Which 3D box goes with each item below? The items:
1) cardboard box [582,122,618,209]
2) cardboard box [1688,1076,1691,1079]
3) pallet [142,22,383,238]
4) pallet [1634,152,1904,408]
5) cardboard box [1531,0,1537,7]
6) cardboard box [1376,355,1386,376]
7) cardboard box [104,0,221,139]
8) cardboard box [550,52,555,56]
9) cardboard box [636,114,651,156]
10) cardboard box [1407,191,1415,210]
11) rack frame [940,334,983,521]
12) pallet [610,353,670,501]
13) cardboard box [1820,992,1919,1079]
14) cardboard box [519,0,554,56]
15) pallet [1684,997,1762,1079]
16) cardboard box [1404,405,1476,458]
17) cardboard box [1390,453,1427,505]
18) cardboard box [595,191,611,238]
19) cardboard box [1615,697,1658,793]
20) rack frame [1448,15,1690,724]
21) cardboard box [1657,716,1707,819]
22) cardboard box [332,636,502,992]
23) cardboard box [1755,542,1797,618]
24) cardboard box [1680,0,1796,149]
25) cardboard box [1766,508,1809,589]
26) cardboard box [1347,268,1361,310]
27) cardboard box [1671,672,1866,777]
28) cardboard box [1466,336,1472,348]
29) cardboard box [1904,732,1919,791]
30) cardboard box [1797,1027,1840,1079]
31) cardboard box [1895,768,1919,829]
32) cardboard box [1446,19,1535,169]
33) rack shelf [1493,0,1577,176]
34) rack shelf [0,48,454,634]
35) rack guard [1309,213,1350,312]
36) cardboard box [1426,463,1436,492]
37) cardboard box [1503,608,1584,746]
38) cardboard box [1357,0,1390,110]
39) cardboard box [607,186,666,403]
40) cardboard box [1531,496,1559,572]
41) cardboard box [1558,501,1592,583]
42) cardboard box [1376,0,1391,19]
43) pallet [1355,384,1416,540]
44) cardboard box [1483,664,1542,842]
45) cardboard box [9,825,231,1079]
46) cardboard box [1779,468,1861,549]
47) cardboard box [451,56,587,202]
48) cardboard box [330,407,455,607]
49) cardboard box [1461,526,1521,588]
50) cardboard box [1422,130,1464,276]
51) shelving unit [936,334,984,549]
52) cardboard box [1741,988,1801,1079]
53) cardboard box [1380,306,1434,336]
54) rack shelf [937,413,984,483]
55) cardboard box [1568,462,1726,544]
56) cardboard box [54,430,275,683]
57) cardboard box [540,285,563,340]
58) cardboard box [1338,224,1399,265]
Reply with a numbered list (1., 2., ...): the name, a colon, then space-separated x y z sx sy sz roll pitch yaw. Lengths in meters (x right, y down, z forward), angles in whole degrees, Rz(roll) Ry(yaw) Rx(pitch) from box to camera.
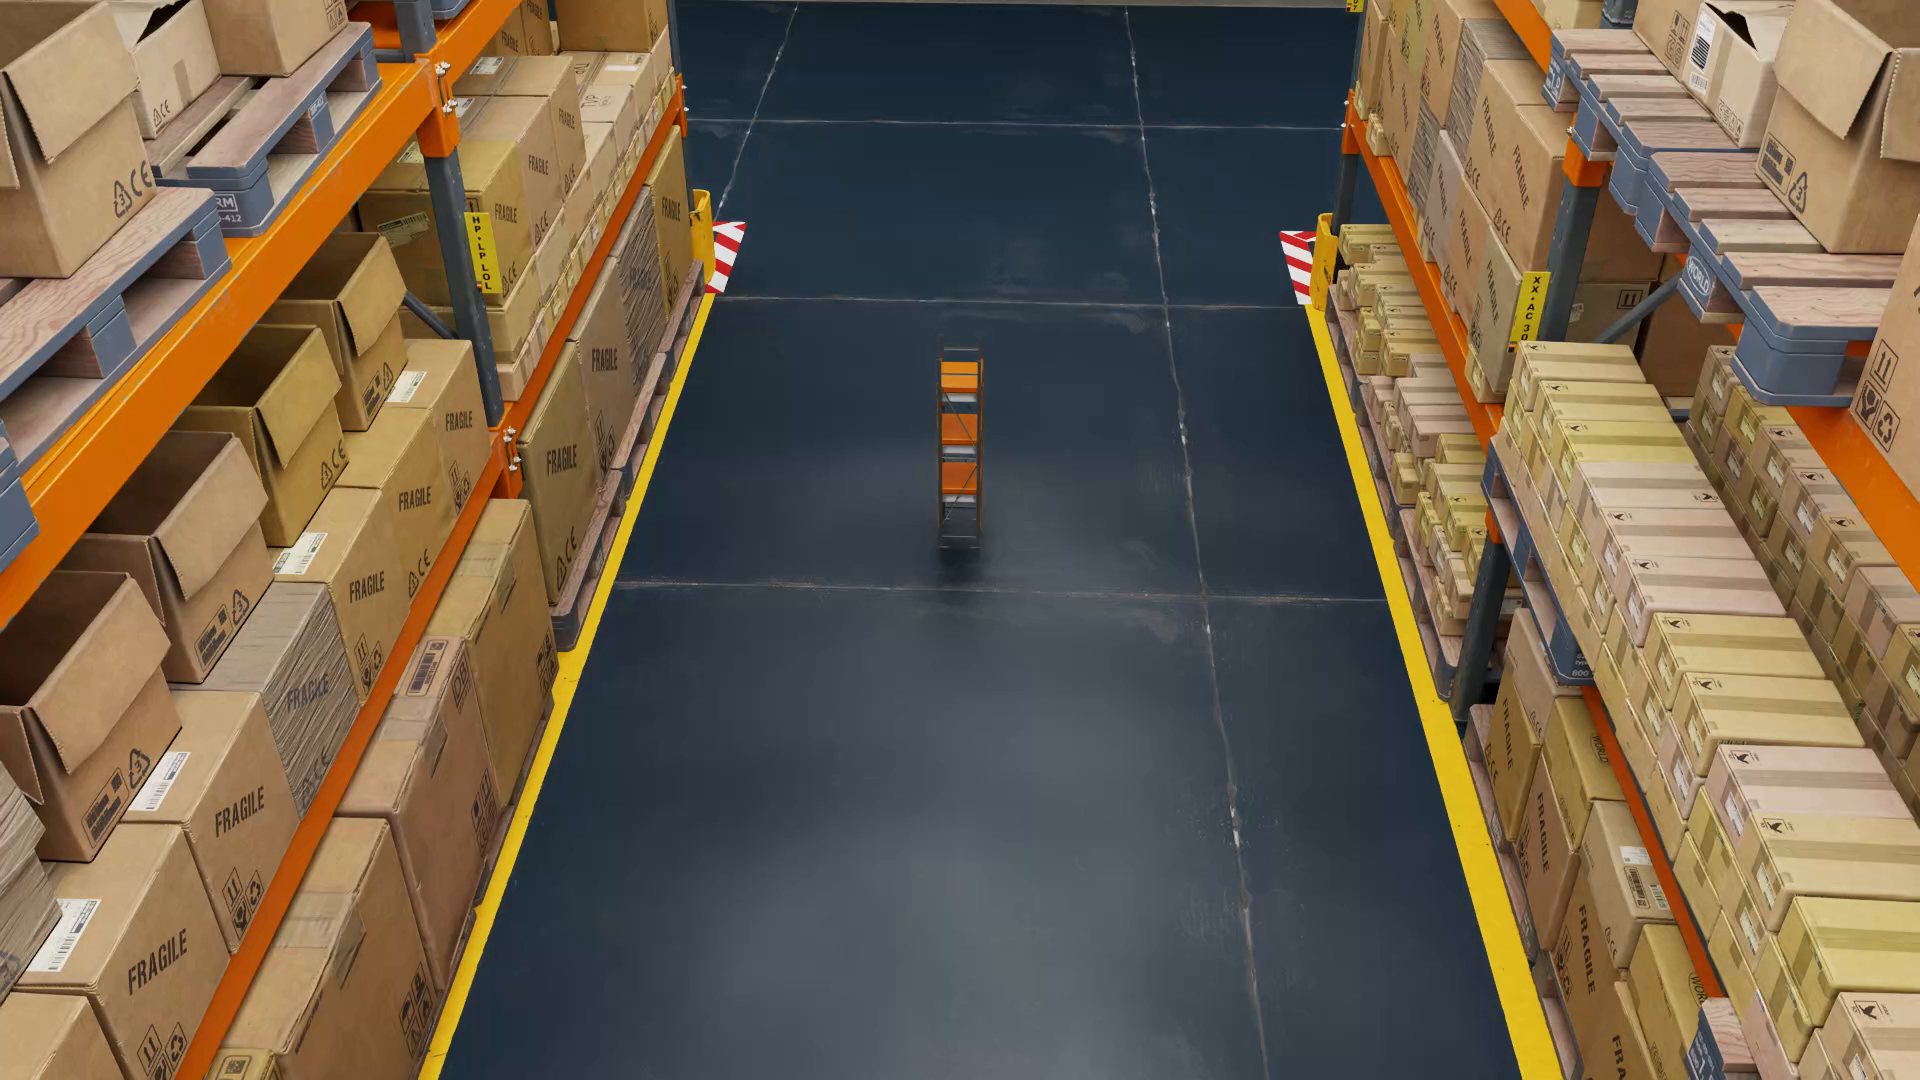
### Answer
1. cardboard box: -1.982 -1.830 8.117 0.500 0.250 0.500 1 35 2
2. cardboard box: 2.236 1.686 4.398 0.500 0.250 0.500 2 35 3
3. pallet: -2.318 -1.260 4.992 0.805 0.209 1.217 0 35 0
4. pallet: 2.452 -0.669 4.147 1.213 0.211 1.003 1 35 2
5. cardboard box: 2.403 -2.207 6.303 0.500 0.250 0.500 1 35 2
6. cardboard box: 2.475 -0.888 9.019 0.380 0.149 0.250 1 35 2
7. cardboard box: -2.464 -1.373 4.699 0.500 0.311 0.500 0 35 0
8. cardboard box: -2.473 -2.429 8.969 0.500 0.250 0.500 1 35 1
9. cardboard box: -1.886 -2.185 8.968 0.380 0.149 0.250 2 35 3
10. cardboard box: 2.461 -1.734 8.327 0.380 0.149 0.250 1 35 1
11. rack frame: 0.007 -0.530 8.092 0.200 1.050 0.008 1 35 2
12. pallet: -2.175 -0.636 8.971 1.003 0.211 1.213 1 35 2
13. cardboard box: 2.035 1.083 3.436 0.380 0.149 0.250 1 35 1
14. cardboard box: -2.479 -2.748 8.770 0.500 0.500 0.500 1 35 1
15. pallet: 2.383 1.498 3.676 1.213 0.211 1.003 1 35 2
16. cardboard box: 2.356 -0.522 7.980 0.380 0.149 0.250 0 35 0
17. cardboard box: 2.338 -0.300 8.182 0.380 0.149 0.250 1 35 2
18. cardboard box: -1.925 -1.594 8.128 0.380 0.149 0.250 0 35 1
19. cardboard box: 2.086 0.575 4.676 0.380 0.149 0.250 0 35 0
20. rack frame: 2.622 -0.466 6.305 1.000 3.000 0.127 1 35 2
21. cardboard box: 2.075 0.605 4.374 0.380 0.149 0.250 2 35 3
22. cardboard box: -2.371 0.940 5.786 1.225 0.875 0.875 0 35 0
23. cardboard box: 2.771 0.134 5.304 0.380 0.149 0.250 0 35 -1
24. cardboard box: 2.376 -1.328 4.635 0.500 0.311 0.500 1 35 1
25. cardboard box: 2.774 0.027 5.197 0.380 0.149 0.250 0 35 0
26. cardboard box: 2.437 -1.441 9.547 0.380 0.149 0.250 1 35 2
27. cardboard box: 2.077 0.484 4.288 0.380 0.149 0.250 3 35 4
28. cardboard box: 2.371 -0.836 7.049 0.380 0.149 0.250 3 35 4
29. cardboard box: 2.731 0.628 4.342 0.380 0.149 0.250 1 35 1
30. cardboard box: 2.035 1.193 3.538 0.380 0.149 0.250 3 35 4
31. cardboard box: 2.732 0.748 4.430 0.380 0.149 0.250 2 35 3
32. cardboard box: 2.420 -1.905 7.137 0.500 0.500 0.500 2 35 3
33. rack shelf: 2.702 -2.548 7.284 1.077 0.370 4.000 1 35 2
34. rack shelf: -2.411 -0.423 4.260 1.077 0.370 4.000 1 35 2
35. rack guard: 2.779 -1.698 10.232 1.175 0.500 0.348 1 35 2
36. cardboard box: 2.416 -0.234 7.829 0.380 0.149 0.250 2 35 2
37. cardboard box: 2.328 0.496 6.092 0.500 0.250 0.500 0 35 0
38. cardboard box: 2.488 -2.676 9.103 0.500 0.500 0.500 3 35 4
39. cardboard box: -2.152 -1.347 9.041 0.875 0.875 0.875 1 35 2
40. cardboard box: 2.127 -0.017 5.519 0.380 0.149 0.250 2 35 2
41. cardboard box: 2.118 0.005 5.228 0.380 0.149 0.250 0 35 0
42. cardboard box: 2.499 -3.084 8.815 0.500 0.500 0.500 1 35 2
43. pallet: 2.659 -0.415 8.657 1.003 0.211 1.213 1 35 2
44. cardboard box: 2.327 0.803 6.308 0.500 0.500 0.500 3 35 4
45. cardboard box: -2.181 1.049 4.062 0.500 0.500 0.500 0 35 1
46. cardboard box: 2.768 -0.090 5.105 0.380 0.149 0.250 1 35 2
47. cardboard box: -2.012 -1.857 7.504 0.500 0.500 0.500 0 35 0
48. cardboard box: -2.103 -0.121 5.726 0.500 0.500 0.500 2 35 3
49. cardboard box: 2.376 0.074 7.132 0.380 0.149 0.250 2 35 3
50. cardboard box: 2.402 -1.498 7.426 0.500 0.500 0.500 1 35 2
51. shelving unit: 0.002 -0.460 7.992 0.215 1.050 0.252 1 35 2
52. cardboard box: 2.043 1.178 3.818 0.380 0.149 0.250 2 35 3
53. cardboard box: 2.445 -1.114 8.823 0.380 0.149 0.250 3 35 4
54. rack shelf: 0.002 -0.452 7.998 0.215 0.259 0.240 1 35 2
55. cardboard box: 2.116 -0.112 5.137 0.380 0.149 0.250 1 35 1
56. cardboard box: -2.396 0.028 4.642 0.797 0.503 0.637 2 35 3
57. cardboard box: -1.966 -1.001 7.284 0.380 0.149 0.250 2 35 3
58. cardboard box: 2.422 -1.720 9.686 0.380 0.149 0.250 0 35 0
